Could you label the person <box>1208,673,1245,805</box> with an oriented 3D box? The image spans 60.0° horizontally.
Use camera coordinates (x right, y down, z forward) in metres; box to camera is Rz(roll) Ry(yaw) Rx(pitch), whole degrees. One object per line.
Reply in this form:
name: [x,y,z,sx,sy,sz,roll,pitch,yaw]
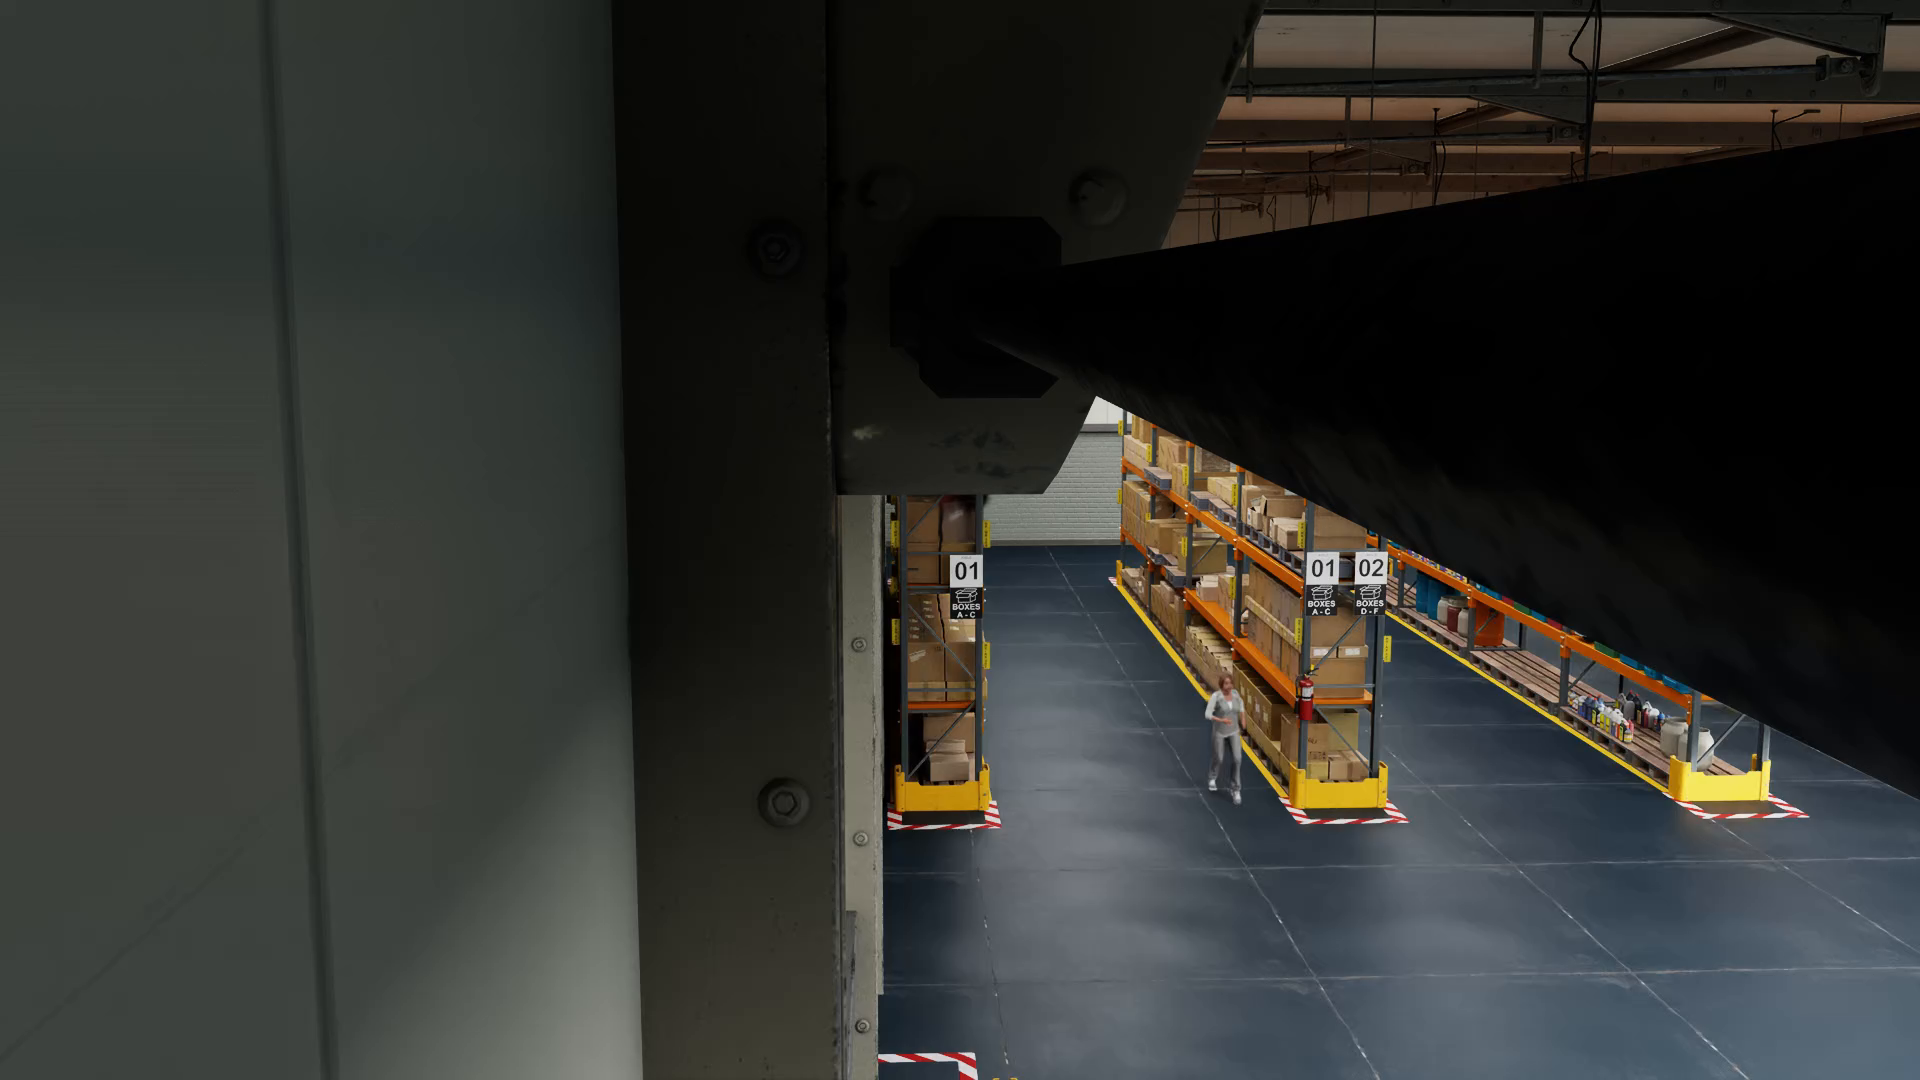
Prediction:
person: [1.521,2.270,22.297,3.650,1.654,4.030,-1,9,-10]
